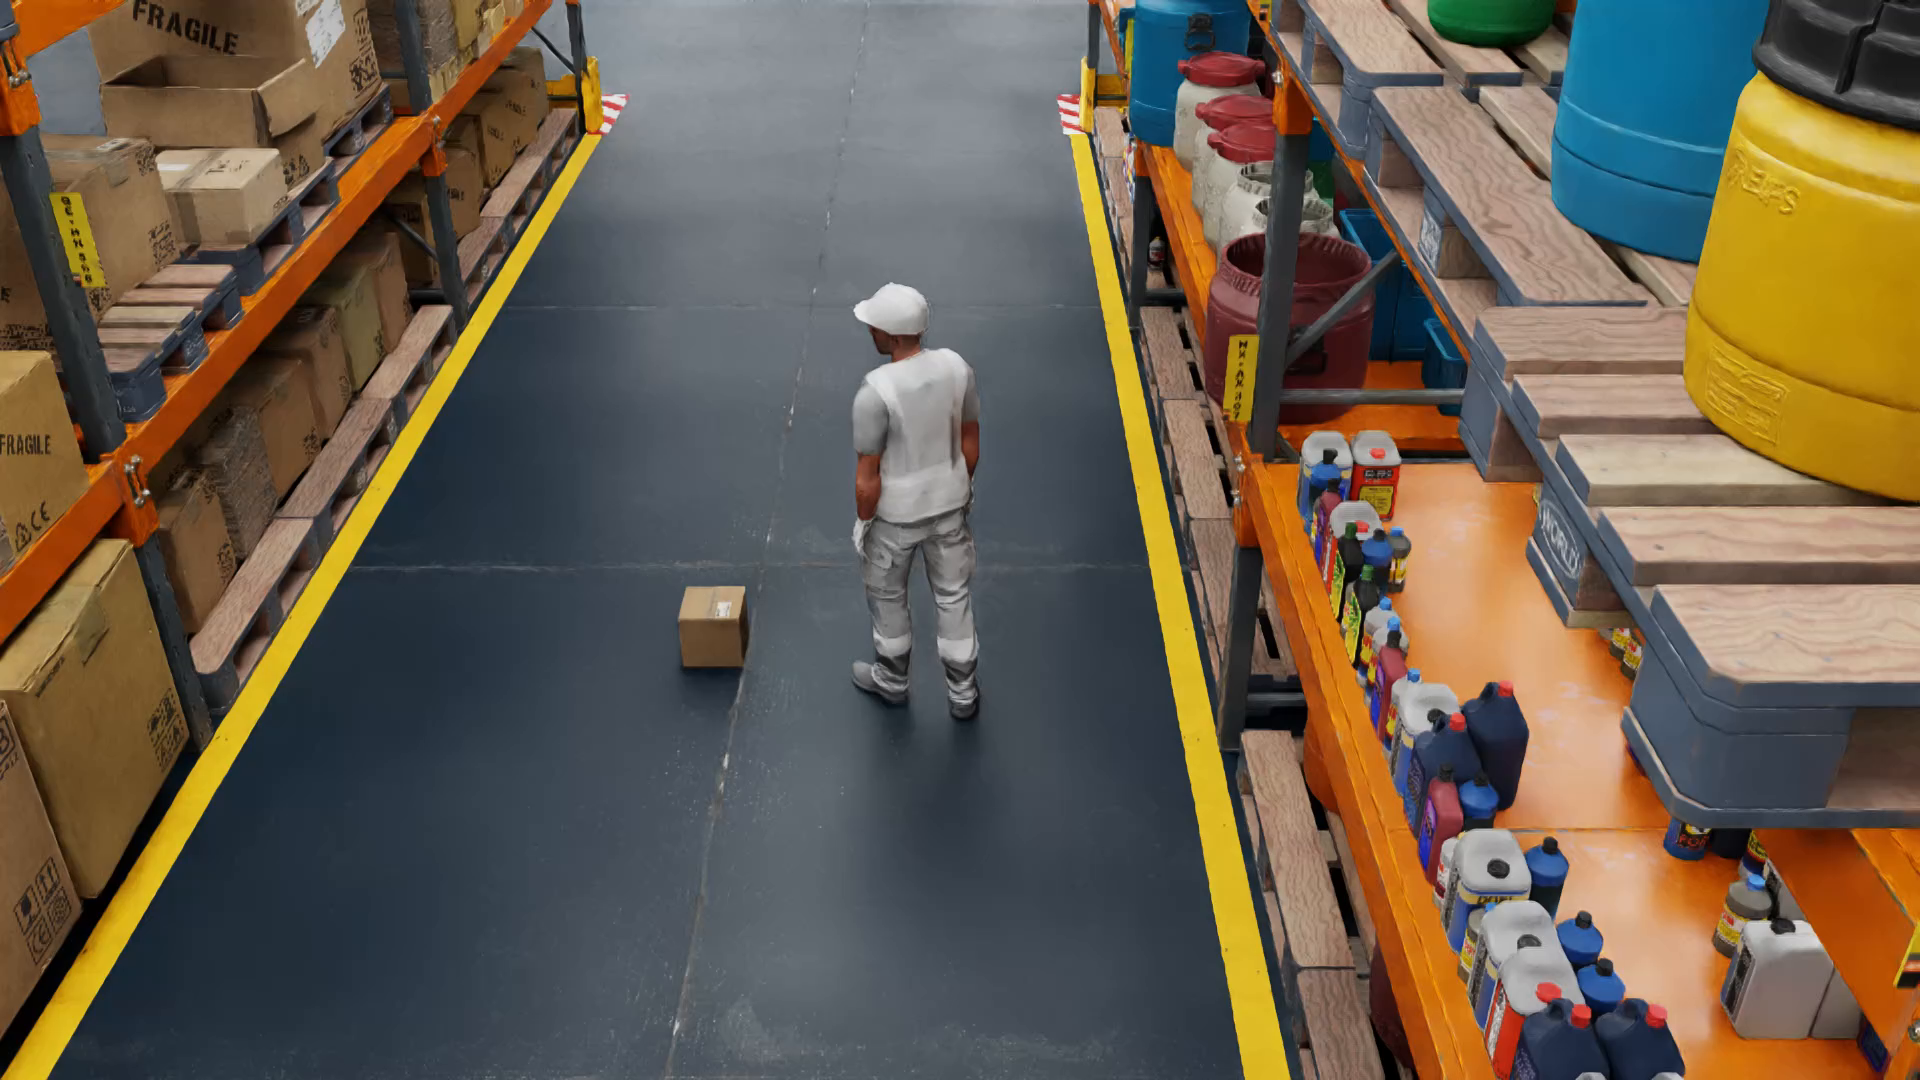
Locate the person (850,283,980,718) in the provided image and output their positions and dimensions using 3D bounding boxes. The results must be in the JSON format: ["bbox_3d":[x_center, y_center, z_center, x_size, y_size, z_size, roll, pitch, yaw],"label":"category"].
[{"bbox_3d":[-0.179,-0.135,6.324,0.549,1.791,0.538,-16,35,-25],"label":"person"}]
